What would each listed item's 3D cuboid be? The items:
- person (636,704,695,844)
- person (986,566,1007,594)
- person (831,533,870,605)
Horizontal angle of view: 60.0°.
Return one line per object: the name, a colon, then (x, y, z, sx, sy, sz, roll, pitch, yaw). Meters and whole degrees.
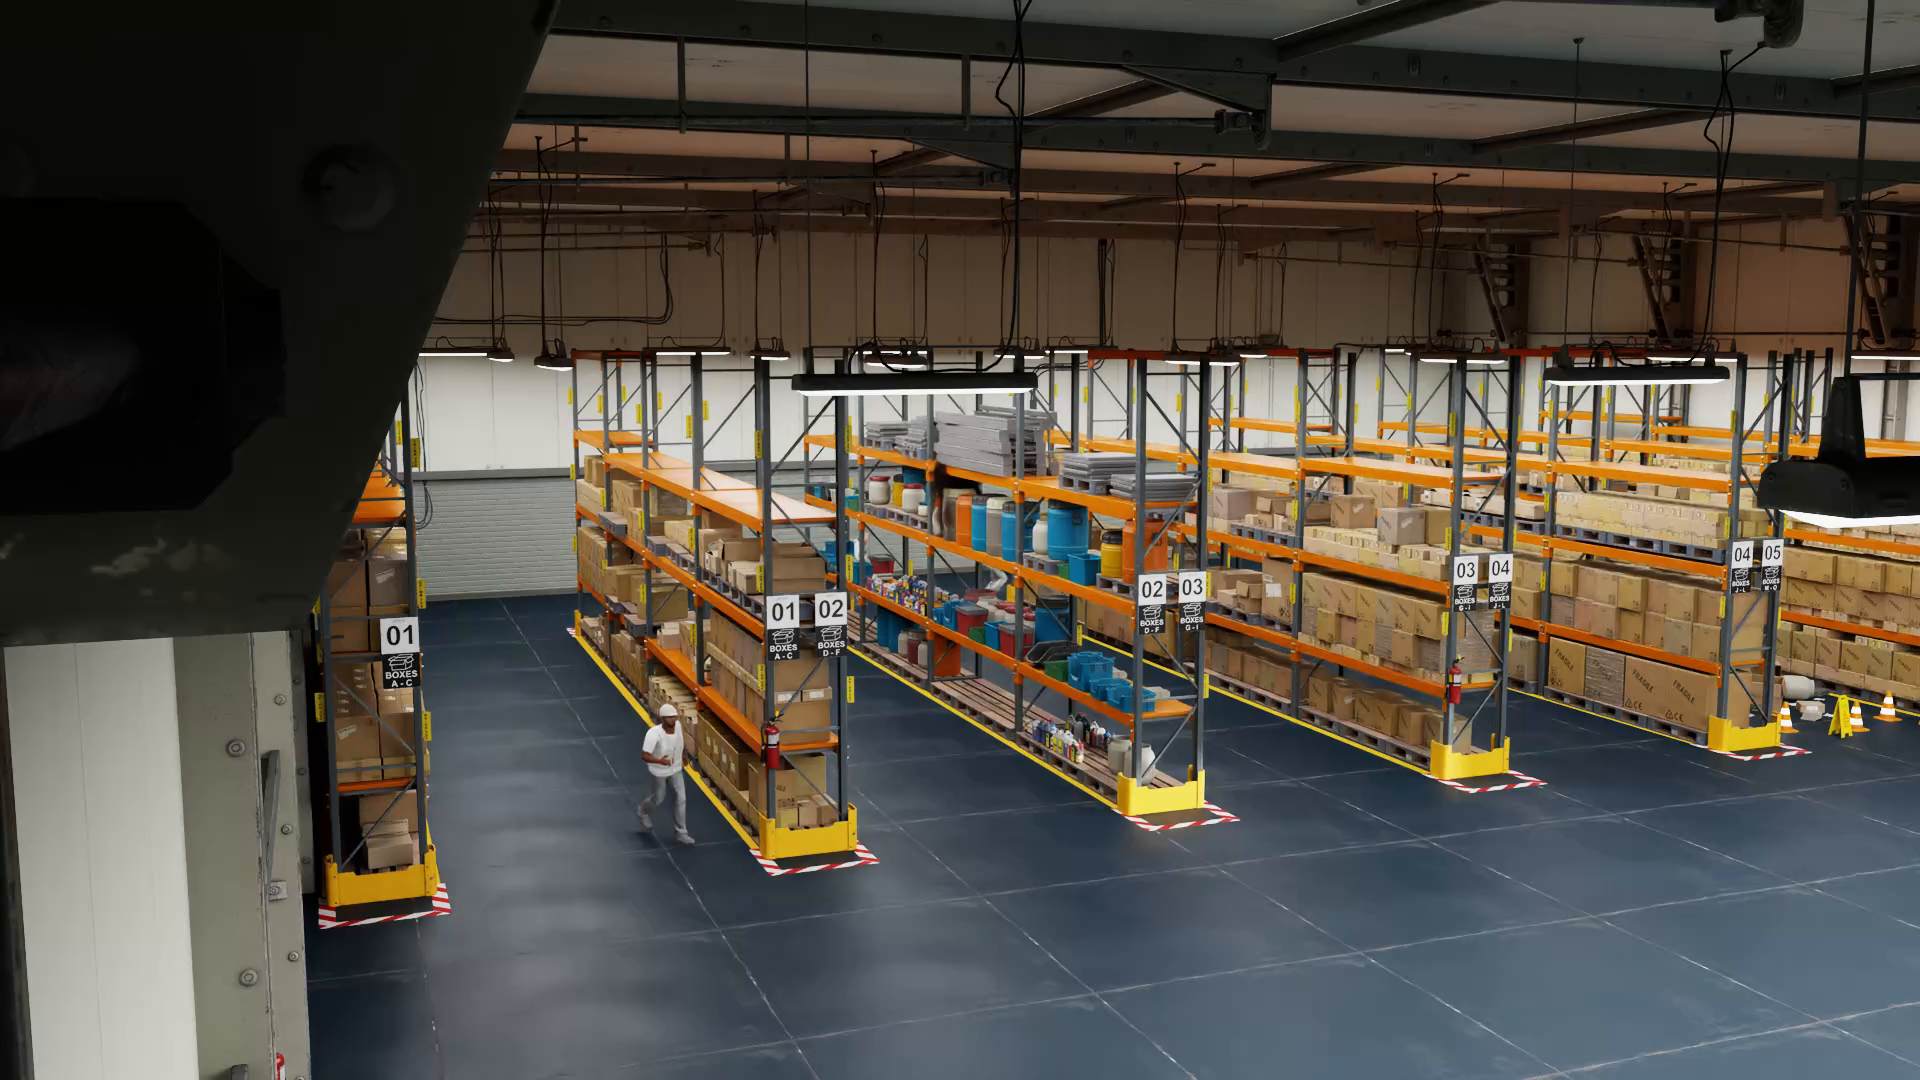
person: (-3.702, 2.873, 20.725, 0.673, 1.729, 1.045, -6, 9, -41)
person: (0.877, 0.627, 39.565, 0.715, 1.588, 0.560, 0, 7, -2)
person: (-2.580, 0.710, 38.724, 1.067, 1.745, 0.761, -1, 7, -11)
